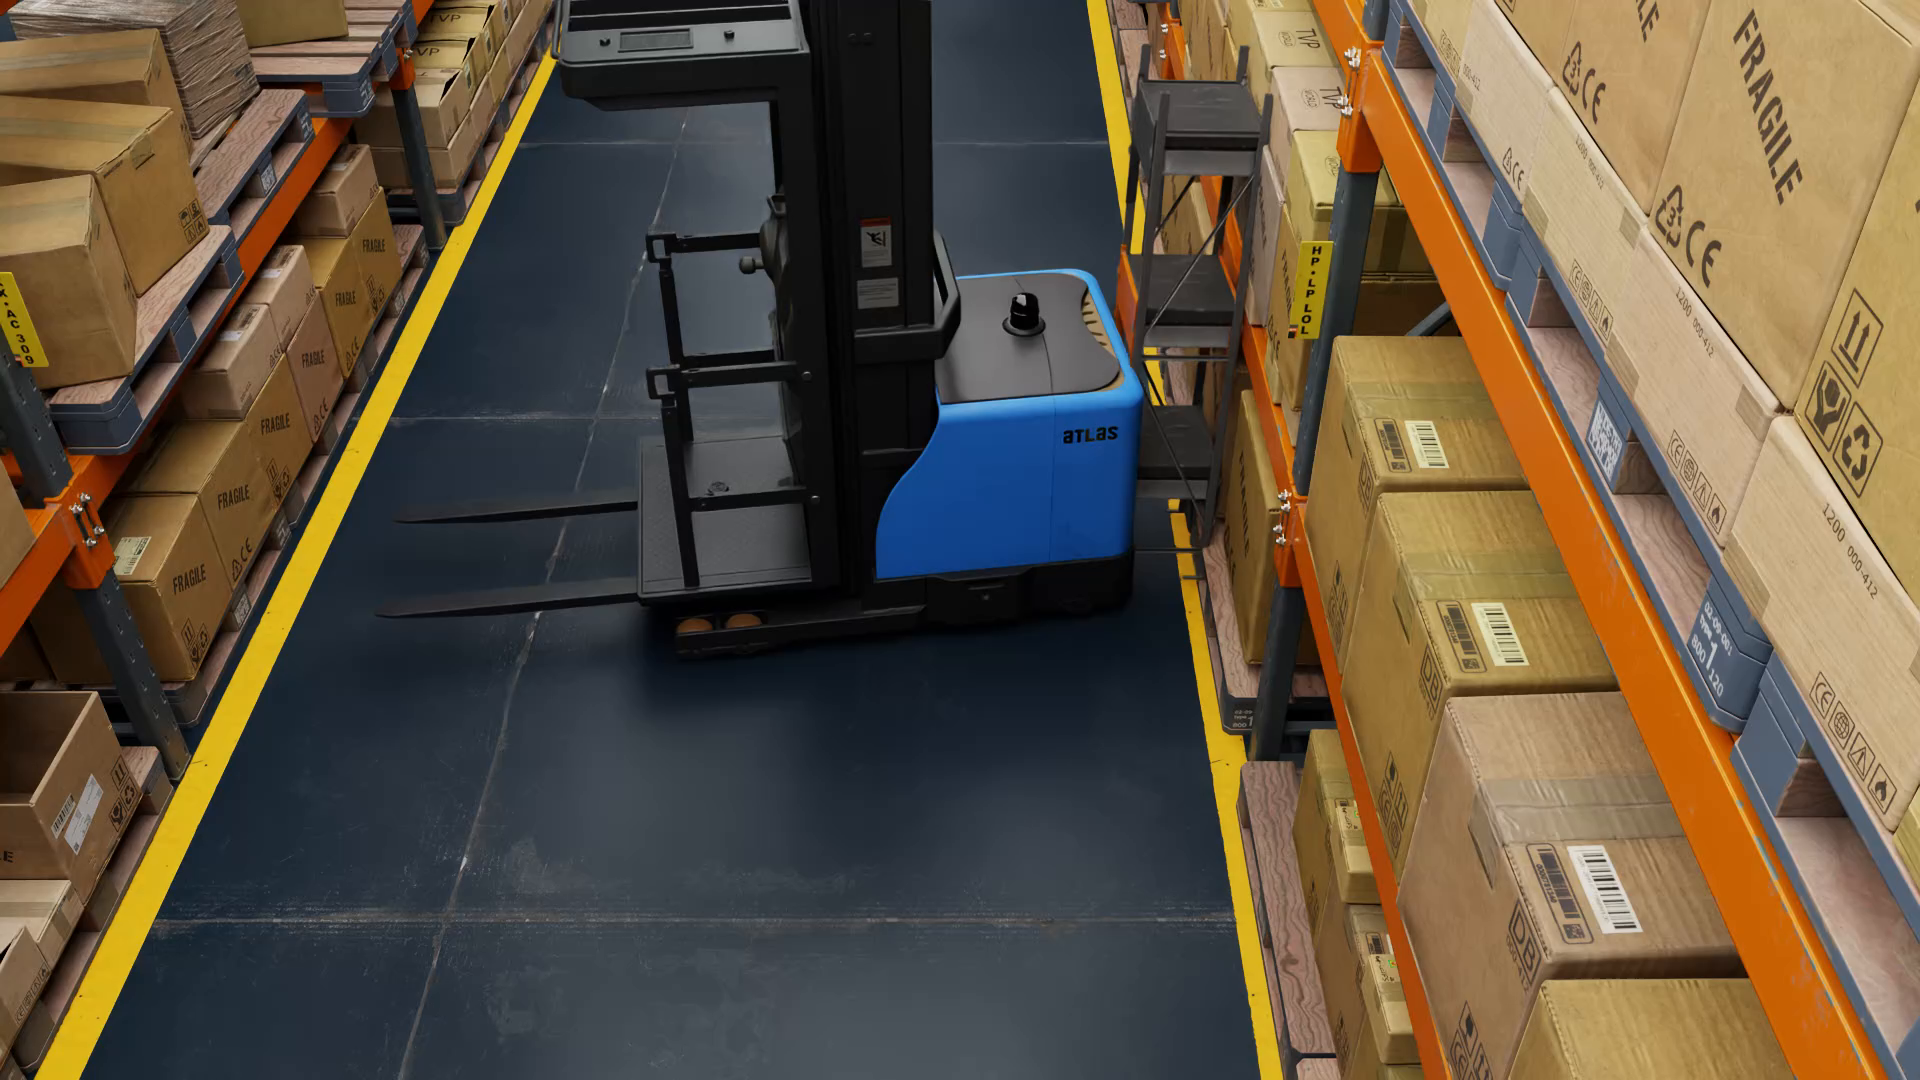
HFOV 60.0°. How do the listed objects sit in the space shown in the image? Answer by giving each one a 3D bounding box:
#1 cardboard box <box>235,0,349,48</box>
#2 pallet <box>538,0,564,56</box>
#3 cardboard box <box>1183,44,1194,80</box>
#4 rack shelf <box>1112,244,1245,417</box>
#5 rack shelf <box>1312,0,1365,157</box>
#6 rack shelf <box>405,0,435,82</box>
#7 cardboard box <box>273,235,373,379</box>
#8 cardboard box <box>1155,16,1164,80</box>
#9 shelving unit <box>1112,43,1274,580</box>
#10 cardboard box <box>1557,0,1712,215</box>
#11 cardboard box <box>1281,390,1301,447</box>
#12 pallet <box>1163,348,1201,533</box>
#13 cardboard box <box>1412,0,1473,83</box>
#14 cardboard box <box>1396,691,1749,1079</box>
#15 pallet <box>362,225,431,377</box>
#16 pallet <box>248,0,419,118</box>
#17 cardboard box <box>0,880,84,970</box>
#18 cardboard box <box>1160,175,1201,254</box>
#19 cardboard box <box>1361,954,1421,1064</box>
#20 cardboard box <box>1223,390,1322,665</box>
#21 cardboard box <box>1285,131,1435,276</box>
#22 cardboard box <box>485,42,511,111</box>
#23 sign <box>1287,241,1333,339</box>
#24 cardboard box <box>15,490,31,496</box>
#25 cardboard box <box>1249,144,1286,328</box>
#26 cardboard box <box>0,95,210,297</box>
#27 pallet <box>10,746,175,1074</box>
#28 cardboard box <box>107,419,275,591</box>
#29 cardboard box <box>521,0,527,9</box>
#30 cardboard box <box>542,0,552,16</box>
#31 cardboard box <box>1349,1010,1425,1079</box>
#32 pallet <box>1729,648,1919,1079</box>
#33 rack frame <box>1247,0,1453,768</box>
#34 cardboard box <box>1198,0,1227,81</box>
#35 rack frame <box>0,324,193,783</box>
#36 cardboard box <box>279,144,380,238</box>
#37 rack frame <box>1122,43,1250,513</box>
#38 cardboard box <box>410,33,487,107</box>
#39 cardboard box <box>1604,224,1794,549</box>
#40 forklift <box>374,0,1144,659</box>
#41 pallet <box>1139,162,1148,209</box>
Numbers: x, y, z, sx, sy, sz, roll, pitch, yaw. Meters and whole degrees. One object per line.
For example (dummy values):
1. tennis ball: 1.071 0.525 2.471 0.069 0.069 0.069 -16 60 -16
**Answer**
1. cardboard box: -3.267 -2.625 7.711 0.700 0.500 0.500 -12 40 -15
2. pallet: -3.345 -3.768 11.783 1.003 0.211 1.213 0 39 0
3. cardboard box: 1.250 -2.201 7.783 0.380 0.149 0.250 1 39 1
4. rack shelf: 0.846 -0.822 6.562 0.431 0.518 0.480 0 36 -3
5. rack shelf: 1.576 -2.460 6.098 1.077 0.370 4.000 0 39 0
6. rack shelf: -3.382 -3.785 10.150 1.077 0.370 4.000 0 39 0
7. cardboard box: -3.144 -1.103 7.875 0.500 0.500 0.500 -1 39 -2
8. cardboard box: 1.607 -3.101 10.368 0.700 0.500 0.500 0 39 0
9. shelving unit: 0.847 -0.833 6.554 0.431 2.100 0.503 0 36 -3
10. cardboard box: 1.311 -0.851 2.619 0.500 0.500 0.500 0 39 0
11. cardboard box: 1.295 -0.441 5.586 0.380 0.149 0.250 0 39 0
12. pallet: 1.498 -0.479 7.679 1.003 0.211 1.213 0 39 0
13. cardboard box: 1.315 -1.203 3.657 0.500 0.250 0.500 0 39 0
14. cardboard box: 1.569 0.814 3.596 0.980 0.700 0.700 -2 39 -2
15. pallet: -3.417 -1.260 8.654 1.003 0.211 1.213 0 39 0
16. pallet: -3.309 -2.317 7.896 1.213 0.211 1.003 0 39 0
17. cardboard box: -3.031 1.217 5.260 0.380 0.149 0.250 0 39 0
18. cardboard box: 1.443 -1.686 8.339 0.750 0.750 0.750 -1 39 -1
19. cardboard box: 1.295 1.247 4.440 0.380 0.149 0.250 -1 39 -1
20. cardboard box: 1.447 -0.051 6.299 0.750 0.750 0.750 0 39 0
21. cardboard box: 1.322 -1.067 5.250 0.500 0.250 0.500 1 39 1
22. cardboard box: -3.095 -2.874 10.300 0.500 0.250 0.500 -1 39 -1
23. sign: 1.036 -0.734 4.905 0.100 0.325 0.005 0 39 0
24. cardboard box: -3.655 -0.128 6.658 0.500 0.500 0.500 0 39 0
25. cardboard box: 1.315 -1.090 5.878 0.500 0.500 0.500 0 39 0
26. cardboard box: -3.216 -1.243 5.987 0.700 0.500 0.500 6 39 7
27. pallet: -3.376 1.204 5.579 1.003 0.211 1.213 0 39 0
28. cardboard box: -3.144 -0.147 6.681 0.500 0.500 0.500 0 39 1
29. cardboard box: -3.092 -3.736 10.928 0.500 0.311 0.500 0 39 0
30. cardboard box: -3.095 -3.832 11.496 0.500 0.250 0.500 -1 39 -1
31. cardboard box: 1.472 1.594 4.525 0.700 0.500 0.500 1 39 1
32. pallet: 1.572 0.582 1.798 1.003 0.211 1.213 0 39 0
33. rack frame: 1.578 -0.320 5.251 1.000 3.000 0.127 0 39 0
34. cardboard box: 1.309 -2.042 7.066 0.500 0.500 0.500 0 39 0
35. rack frame: -3.375 -0.314 5.243 1.000 3.000 0.127 0 39 0
36. cardboard box: -3.140 -1.684 8.001 0.500 0.250 0.500 1 39 2
37. rack frame: 0.836 -0.976 6.752 0.400 2.100 0.015 0 36 -3
38. cardboard box: -3.096 -2.781 9.737 0.500 0.311 0.500 -1 39 -1
39. cardboard box: 1.309 -0.242 2.459 0.500 0.250 0.500 -1 39 -1
40. forklift: -0.851 -1.021 6.181 3.031 2.935 1.130 -5 39 -7
41. pallet: 1.574 -2.222 9.854 1.003 0.211 1.213 0 39 0
